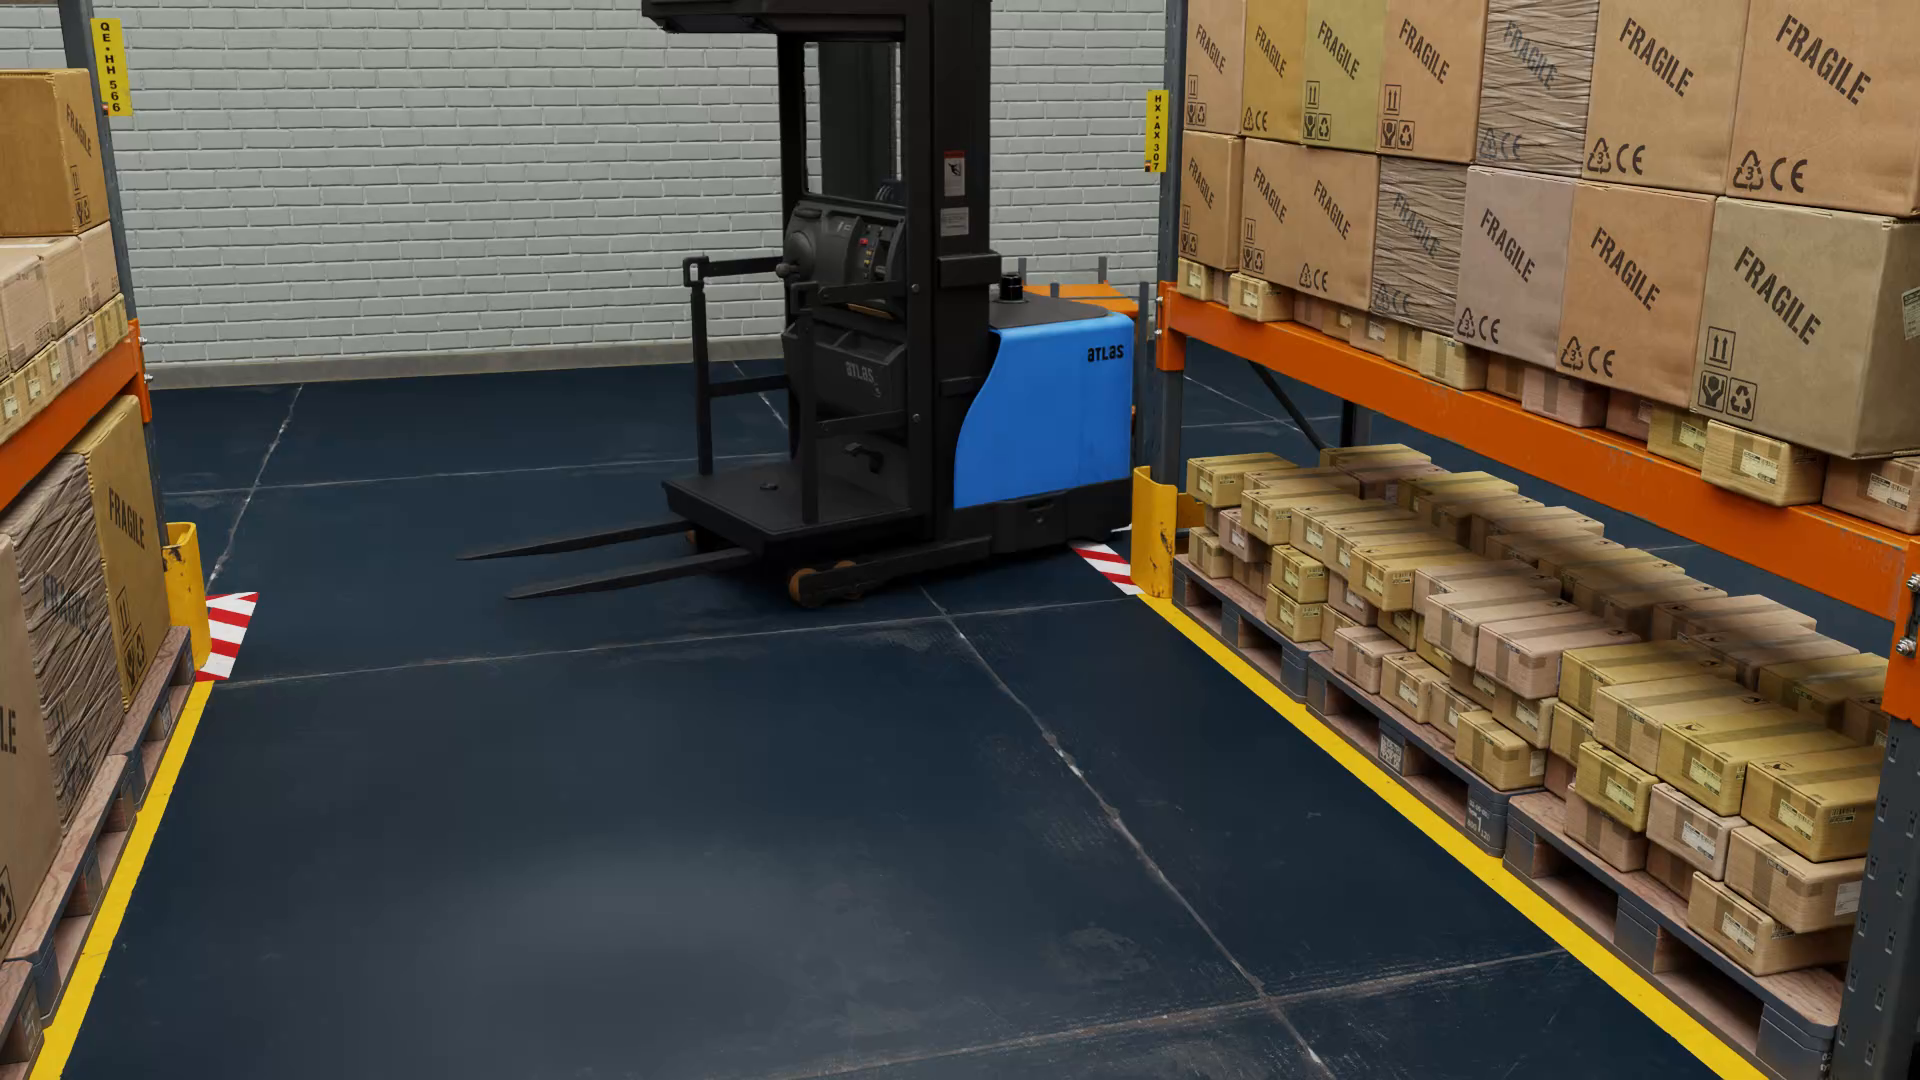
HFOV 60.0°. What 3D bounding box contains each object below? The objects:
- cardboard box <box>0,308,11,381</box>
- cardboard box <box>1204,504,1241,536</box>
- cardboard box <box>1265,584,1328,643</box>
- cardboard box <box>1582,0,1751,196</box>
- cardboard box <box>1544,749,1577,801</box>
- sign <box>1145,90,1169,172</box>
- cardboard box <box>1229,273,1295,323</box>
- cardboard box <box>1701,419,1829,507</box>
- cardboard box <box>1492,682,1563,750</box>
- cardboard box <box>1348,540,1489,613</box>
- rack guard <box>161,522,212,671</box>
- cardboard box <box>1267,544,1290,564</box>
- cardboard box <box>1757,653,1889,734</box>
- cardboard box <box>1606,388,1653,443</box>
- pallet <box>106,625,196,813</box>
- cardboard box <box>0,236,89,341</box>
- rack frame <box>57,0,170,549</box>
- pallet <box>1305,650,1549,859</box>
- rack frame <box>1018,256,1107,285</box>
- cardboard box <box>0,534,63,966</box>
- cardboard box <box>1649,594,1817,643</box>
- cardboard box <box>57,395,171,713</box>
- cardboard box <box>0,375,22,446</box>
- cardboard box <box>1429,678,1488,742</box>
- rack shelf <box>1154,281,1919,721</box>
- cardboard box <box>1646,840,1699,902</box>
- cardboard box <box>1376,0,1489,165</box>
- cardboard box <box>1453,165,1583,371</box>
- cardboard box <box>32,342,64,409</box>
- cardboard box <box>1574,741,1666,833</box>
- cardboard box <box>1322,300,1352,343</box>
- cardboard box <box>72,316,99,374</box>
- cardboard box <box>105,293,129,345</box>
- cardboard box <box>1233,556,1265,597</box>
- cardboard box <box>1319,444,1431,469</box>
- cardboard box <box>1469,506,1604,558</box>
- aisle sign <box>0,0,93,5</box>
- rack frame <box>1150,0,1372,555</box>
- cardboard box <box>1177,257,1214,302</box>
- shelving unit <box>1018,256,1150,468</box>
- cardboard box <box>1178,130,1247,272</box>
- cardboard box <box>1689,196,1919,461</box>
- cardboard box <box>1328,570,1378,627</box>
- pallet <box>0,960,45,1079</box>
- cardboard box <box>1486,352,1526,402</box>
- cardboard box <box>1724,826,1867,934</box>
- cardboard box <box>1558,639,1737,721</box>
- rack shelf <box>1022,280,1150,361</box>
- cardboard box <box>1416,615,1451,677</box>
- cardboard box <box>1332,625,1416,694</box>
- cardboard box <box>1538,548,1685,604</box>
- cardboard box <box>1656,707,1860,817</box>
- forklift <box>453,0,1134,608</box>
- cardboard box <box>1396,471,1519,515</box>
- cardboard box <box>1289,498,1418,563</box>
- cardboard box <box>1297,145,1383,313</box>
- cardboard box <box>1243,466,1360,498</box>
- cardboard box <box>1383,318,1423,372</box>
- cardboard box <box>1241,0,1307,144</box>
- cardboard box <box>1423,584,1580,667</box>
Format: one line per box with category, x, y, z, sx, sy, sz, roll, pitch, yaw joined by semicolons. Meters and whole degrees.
cardboard box;-2.656;-0.464;4.025;0.500;0.250;0.500;-5;17;-15
cardboard box;1.224;-0.108;6.807;0.380;0.149;0.250;-4;17;-13
cardboard box;1.353;0.253;6.122;0.380;0.149;0.250;-4;17;-15
cardboard box;1.890;-1.109;4.002;0.500;0.500;0.500;-5;18;-17
cardboard box;1.909;0.665;4.750;0.380;0.149;0.250;-5;17;-17
sign;0.805;-1.667;6.782;0.100;0.325;0.005;-5;17;-15
cardboard box;1.233;-0.914;6.216;0.380;0.149;0.250;-5;17;-17
cardboard box;1.947;-0.192;3.813;0.380;0.149;0.250;-5;17;-17
cardboard box;1.793;0.478;4.854;0.380;0.149;0.250;-4;17;-14
cardboard box;1.525;0.118;5.535;0.380;0.149;0.250;-4;17;-14
rack guard;-3.477;0.259;6.219;1.175;0.500;0.348;-5;17;-15
cardboard box;1.397;0.033;6.338;0.380;0.149;0.250;-4;17;-15
cardboard box;2.395;0.432;4.492;0.380;0.149;0.250;-5;17;-16
cardboard box;1.926;-0.347;4.330;0.380;0.149;0.250;-5;17;-17
pallet;-3.175;0.619;5.523;1.003;0.211;1.213;-5;17;-15
cardboard box;-2.943;-0.748;4.973;0.500;0.250;0.500;-5;17;-16
rack frame;-3.470;-0.931;5.838;1.000;3.000;0.127;-5;17;-15
pallet;1.869;0.626;5.502;1.003;0.211;1.213;-5;17;-15
rack frame;0.576;-1.046;9.480;0.500;1.125;0.032;-2;17;-7
cardboard box;-2.723;0.554;3.857;0.875;0.875;0.875;-5;17;-15
cardboard box;2.310;0.285;4.982;0.380;0.149;0.250;-4;17;-14
cardboard box;-3.217;0.056;5.514;0.875;0.875;0.875;-5;17;-15
cardboard box;-2.636;-0.315;4.225;0.380;0.149;0.250;-4;17;-14
cardboard box;1.699;0.530;5.199;0.380;0.149;0.250;-4;17;-14
rack shelf;1.876;-0.397;5.312;1.077;0.370;4.000;-5;17;-15
cardboard box;2.000;0.815;4.249;0.380;0.149;0.250;-4;17;-14
cardboard box;1.605;-1.394;4.949;0.500;0.500;0.500;-5;18;-17
cardboard box;1.744;-0.772;4.617;0.500;0.500;0.500;-5;17;-16
cardboard box;-2.773;-0.456;4.692;0.380;0.149;0.250;-5;17;-16
cardboard box;1.857;0.624;4.368;0.380;0.149;0.250;-5;18;-17
cardboard box;1.487;-0.776;5.757;0.380;0.149;0.250;-5;17;-16
cardboard box;-2.914;-0.597;5.161;0.380;0.149;0.250;-5;17;-15
cardboard box;-3.056;-0.738;5.632;0.380;0.149;0.250;-4;17;-14
cardboard box;1.314;0.105;6.613;0.380;0.149;0.250;-5;17;-15
cardboard box;1.716;-0.290;6.893;0.380;0.149;0.250;-4;17;-15
cardboard box;2.061;-0.007;5.954;0.380;0.149;0.250;-4;17;-13
aisle sign;-3.201;-2.220;5.609;0.394;0.787;0.004;-5;17;-15
rack frame;1.327;-1.295;7.050;1.000;3.000;0.127;-5;17;-15
cardboard box;1.101;-1.059;6.701;0.380;0.149;0.250;-5;17;-16
shelving unit;0.639;-0.901;8.997;0.538;1.125;1.048;-2;17;-7
cardboard box;1.185;-1.340;6.507;0.500;0.500;0.500;-4;17;-13
cardboard box;2.021;-0.491;3.680;0.500;0.500;0.500;-5;17;-15
cardboard box;1.528;0.178;5.854;0.380;0.149;0.250;-6;18;-18
pallet;-2.504;1.294;3.276;1.003;0.211;1.213;-5;17;-15
cardboard box;1.762;-0.491;4.809;0.380;0.149;0.250;-5;17;-16
cardboard box;2.034;0.771;3.880;0.380;0.149;0.250;-4;17;-14
cardboard box;1.898;0.399;4.601;0.380;0.149;0.250;-4;17;-13
rack shelf;0.639;-1.181;8.912;0.538;0.278;1.000;-2;17;-7
cardboard box;1.707;0.325;5.363;0.380;0.149;0.250;-4;17;-13
cardboard box;1.500;0.392;5.660;0.380;0.149;0.250;-6;18;-18
cardboard box;2.126;0.145;5.448;0.380;0.149;0.250;-5;17;-15
cardboard box;1.970;0.545;4.115;0.380;0.149;0.250;-4;17;-15
forklift;-0.682;-1.290;7.151;3.031;2.935;1.130;-11;20;-33
cardboard box;1.923;-0.154;6.442;0.380;0.149;0.250;-5;17;-16
cardboard box;1.429;-0.035;6.048;0.380;0.149;0.250;-6;18;-18
cardboard box;1.479;-1.057;5.566;0.500;0.500;0.500;-4;17;-15
cardboard box;1.336;-0.177;6.520;0.380;0.149;0.250;-4;17;-14
cardboard box;1.578;-0.632;5.278;0.380;0.149;0.250;-4;17;-13
cardboard box;1.340;-1.680;5.903;0.500;0.500;0.500;-4;17;-14
cardboard box;1.649;0.258;5.071;0.380;0.149;0.250;-5;18;-17
